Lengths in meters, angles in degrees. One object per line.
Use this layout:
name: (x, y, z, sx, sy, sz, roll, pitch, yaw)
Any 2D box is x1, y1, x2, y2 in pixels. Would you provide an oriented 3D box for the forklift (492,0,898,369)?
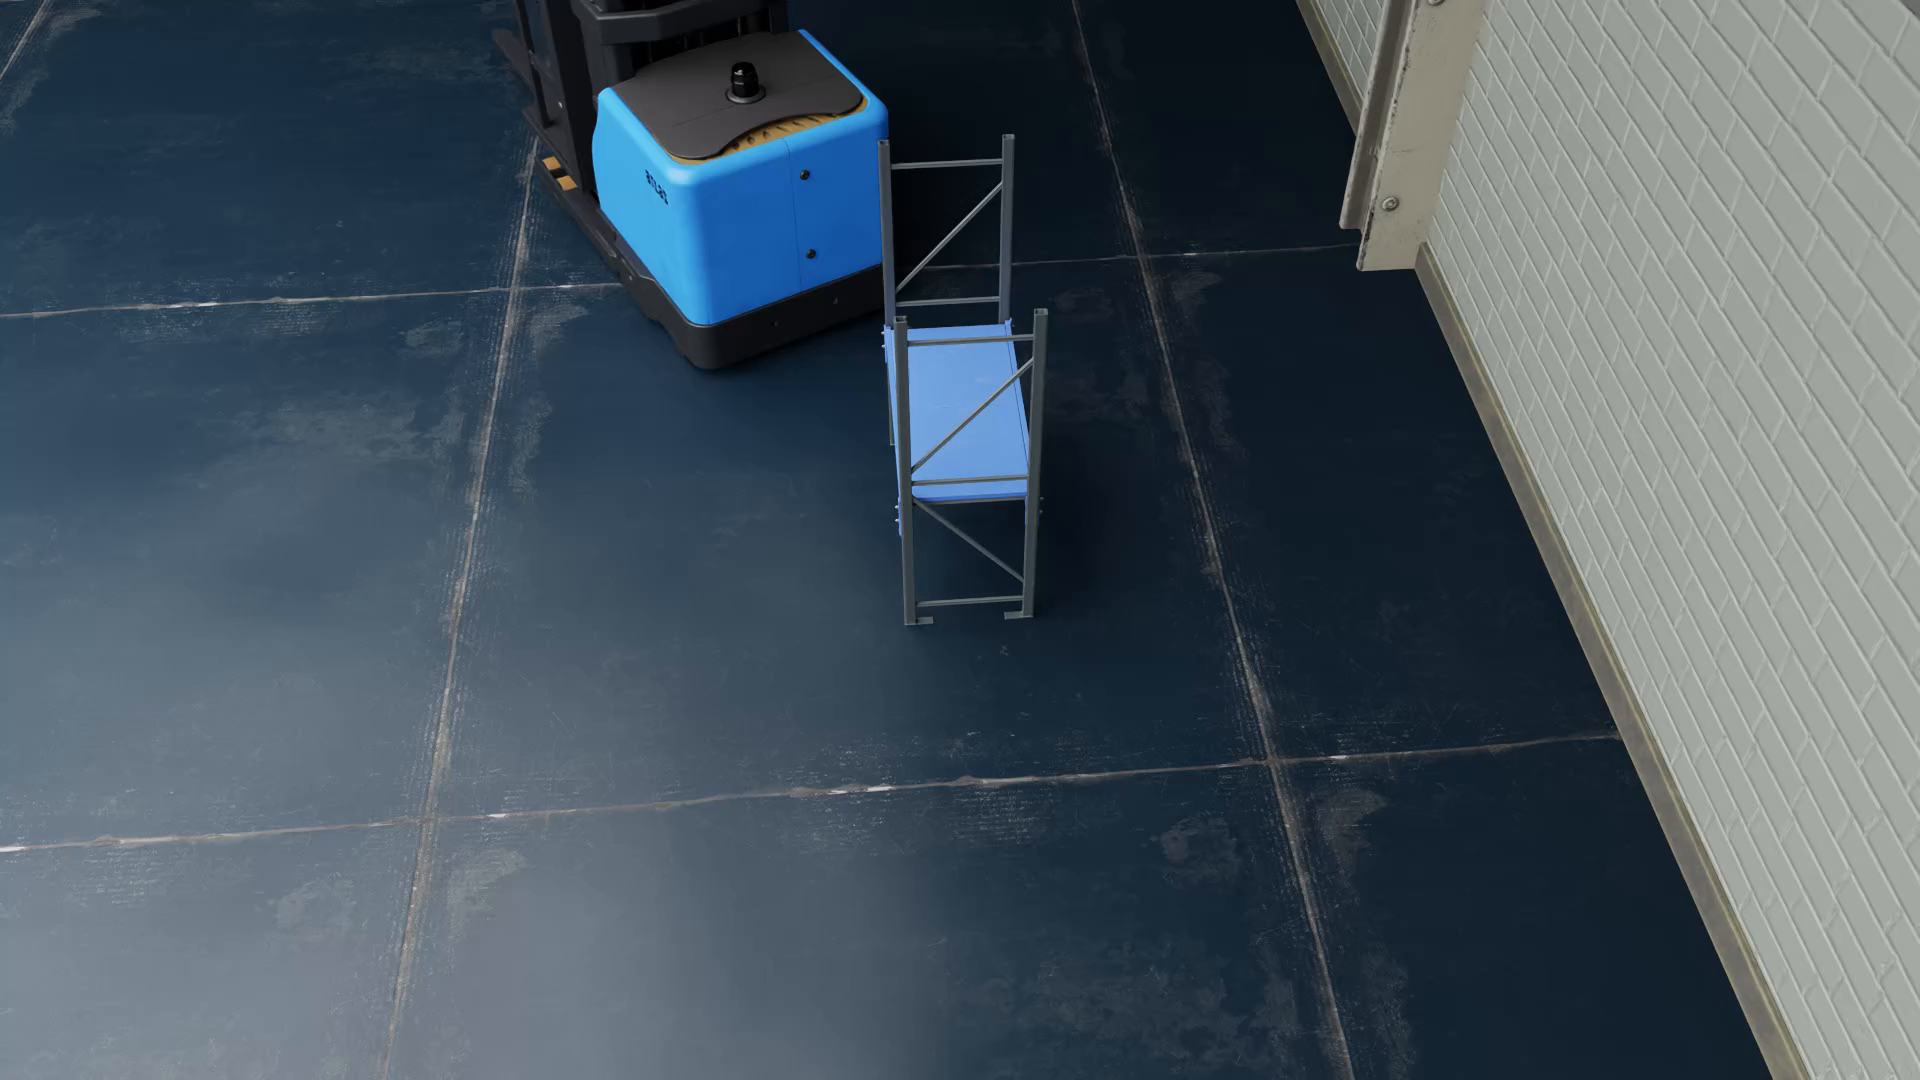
forklift: (-1.483, -2.822, 7.404, 1.130, 2.935, 3.031, -24, 51, -21)

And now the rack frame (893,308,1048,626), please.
rack frame: (0.035, -0.210, 5.916, 0.500, 1.500, 0.032, -3, 47, -3)

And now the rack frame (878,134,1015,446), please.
rack frame: (-0.050, -0.945, 6.612, 0.500, 1.500, 0.032, -3, 47, -3)

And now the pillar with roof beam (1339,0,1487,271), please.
pillar with roof beam: (-2.242, -4.275, 4.601, 9.100, 9.000, 0.400, -3, 47, -3)

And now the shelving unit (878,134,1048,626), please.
shelving unit: (-0.007, -0.577, 6.264, 0.538, 1.500, 1.048, -3, 47, -3)

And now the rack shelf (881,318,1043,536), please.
rack shelf: (-0.007, -0.454, 6.395, 0.538, 0.185, 1.000, -3, 47, -3)
